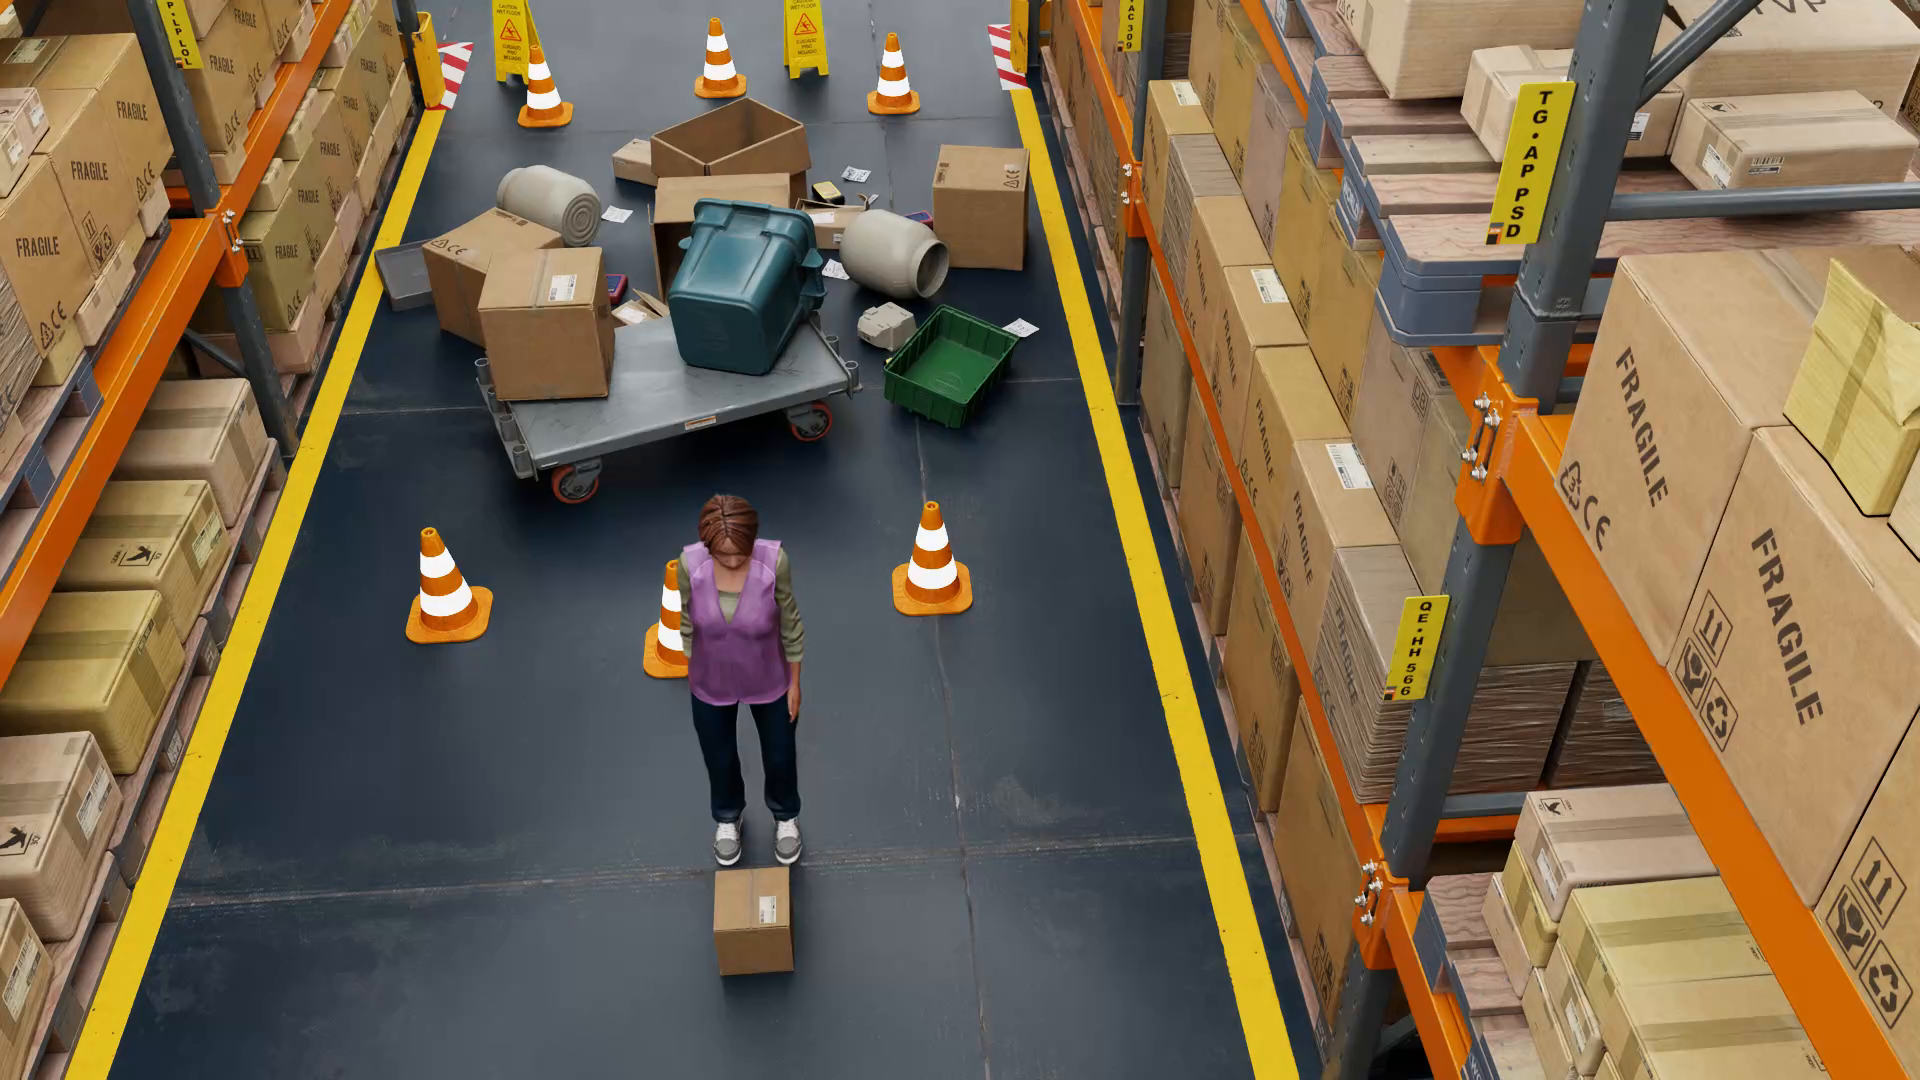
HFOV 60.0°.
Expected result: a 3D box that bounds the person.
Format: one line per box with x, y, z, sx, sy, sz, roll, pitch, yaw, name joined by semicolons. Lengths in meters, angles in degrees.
-0.714;0.481;5.598;0.407;1.583;0.301;-2;40;-3;person
